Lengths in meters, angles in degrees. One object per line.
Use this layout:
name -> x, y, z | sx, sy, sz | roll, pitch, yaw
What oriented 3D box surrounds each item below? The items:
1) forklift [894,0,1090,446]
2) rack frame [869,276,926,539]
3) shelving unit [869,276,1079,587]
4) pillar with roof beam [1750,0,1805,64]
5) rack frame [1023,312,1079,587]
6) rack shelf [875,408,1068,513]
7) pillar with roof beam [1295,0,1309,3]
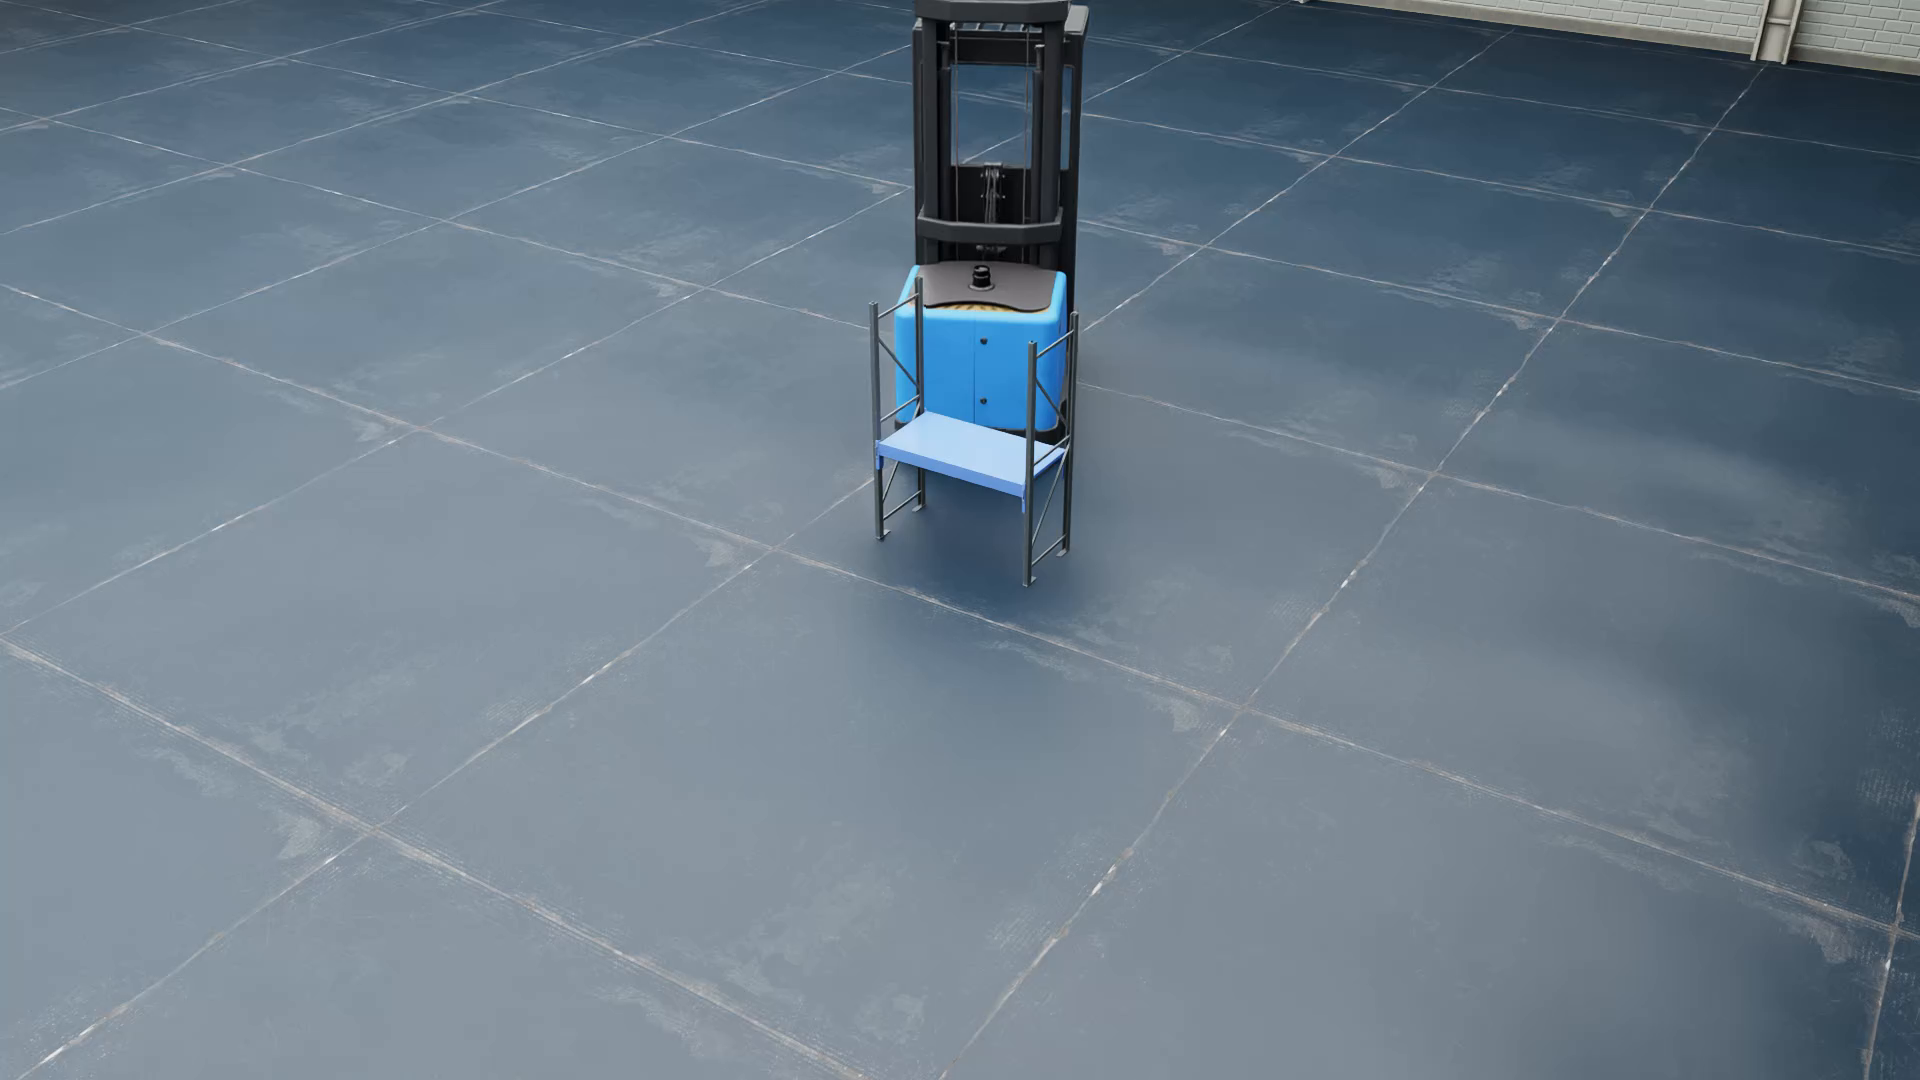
forklift -> 0.269, -2.466, 11.241 | 1.130, 2.935, 3.031 | 3, 30, 6
rack frame -> -0.358, -0.761, 9.739 | 0.032, 1.500, 0.500 | 18, 35, 27
shelving unit -> 0.072, -0.625, 9.505 | 1.048, 1.500, 0.538 | 18, 35, 27
pillar with roof beam -> 7.297, -7.735, 14.250 | 0.400, 9.000, 9.100 | 18, 35, 27
rack frame -> 0.503, -0.489, 9.272 | 0.032, 1.500, 0.500 | 18, 35, 27
rack shelf -> 0.072, -0.470, 9.596 | 1.000, 0.185, 0.538 | 18, 35, 27
pillar with roof beam -> 2.215, -9.342, 17.006 | 0.400, 9.000, 9.100 | 18, 35, 27
